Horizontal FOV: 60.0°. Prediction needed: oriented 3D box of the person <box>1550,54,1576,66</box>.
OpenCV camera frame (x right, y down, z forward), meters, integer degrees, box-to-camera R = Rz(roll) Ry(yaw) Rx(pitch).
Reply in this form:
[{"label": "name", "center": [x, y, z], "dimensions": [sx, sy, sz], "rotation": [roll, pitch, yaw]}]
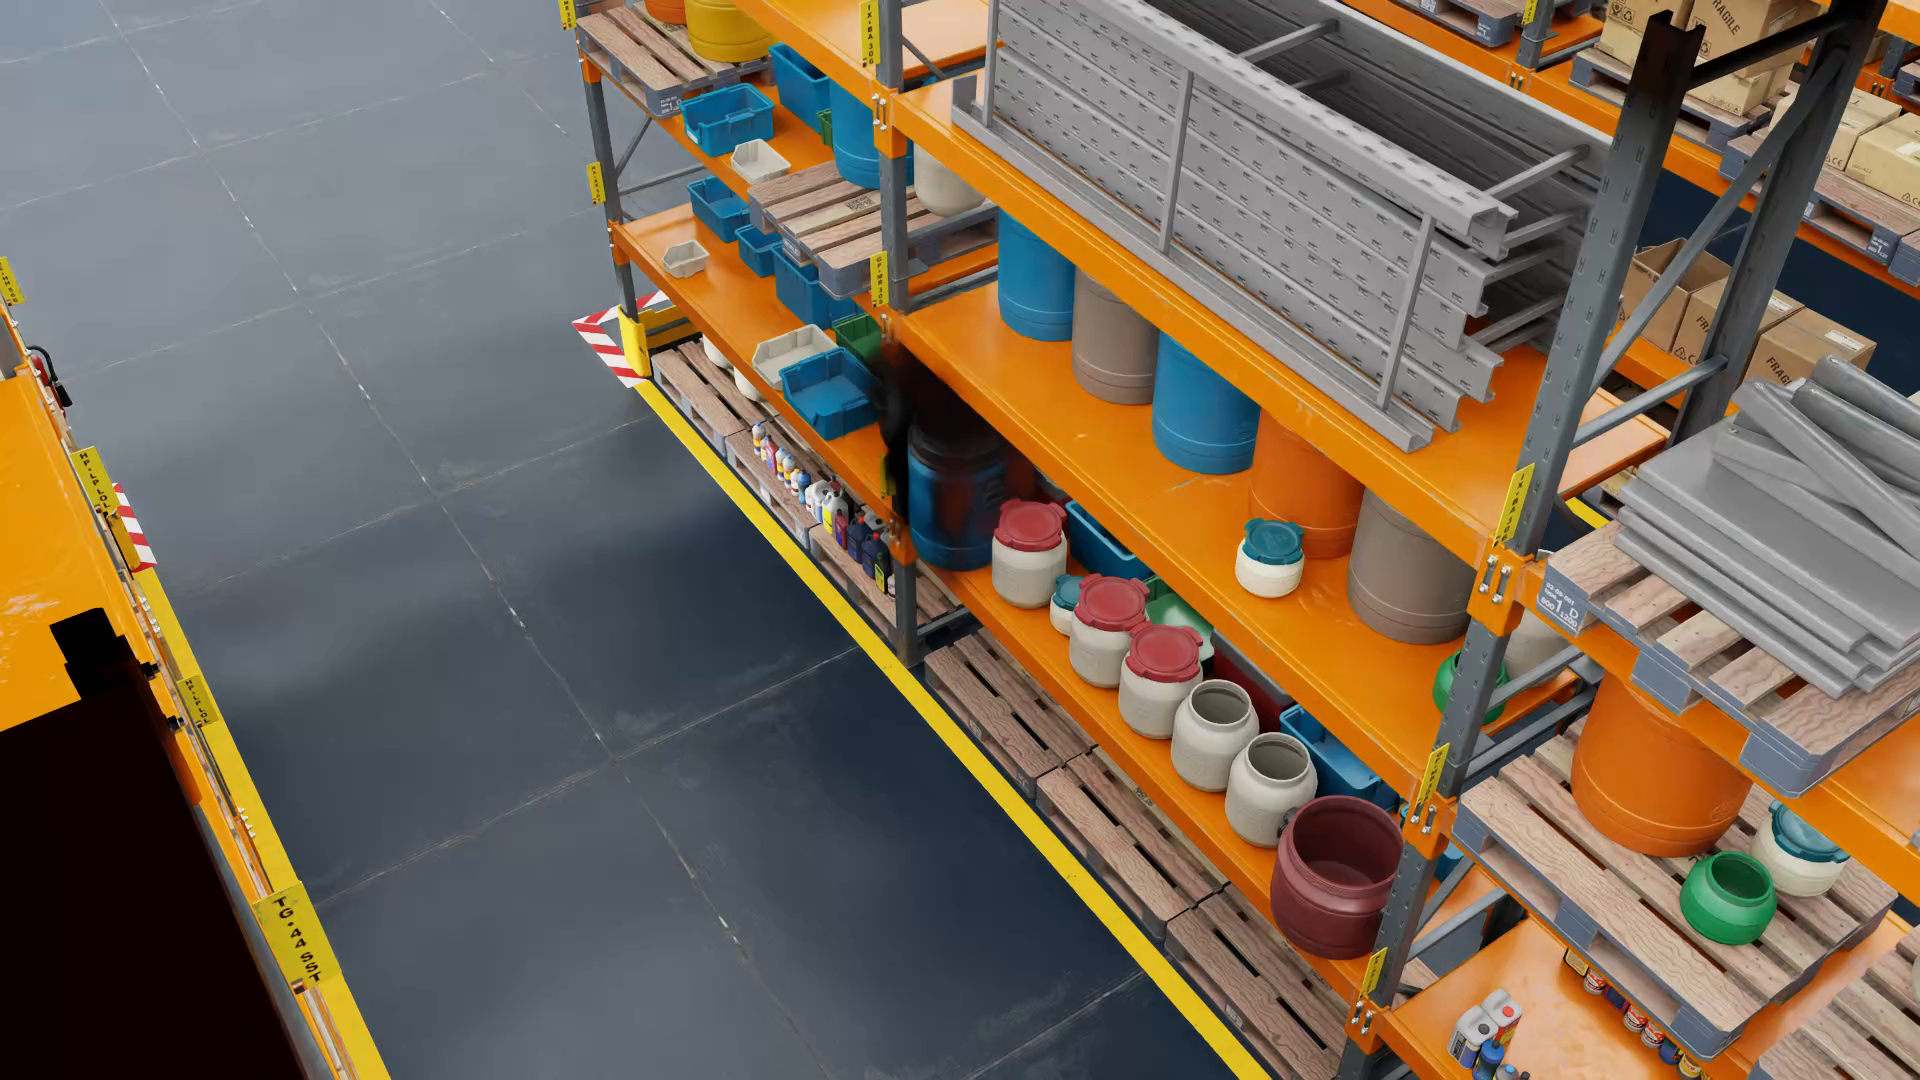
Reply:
[{"label": "person", "center": [5.167, -3.917, 14.750], "dimensions": [0.749, 1.743, 0.649], "rotation": [7, 43, 8]}]
